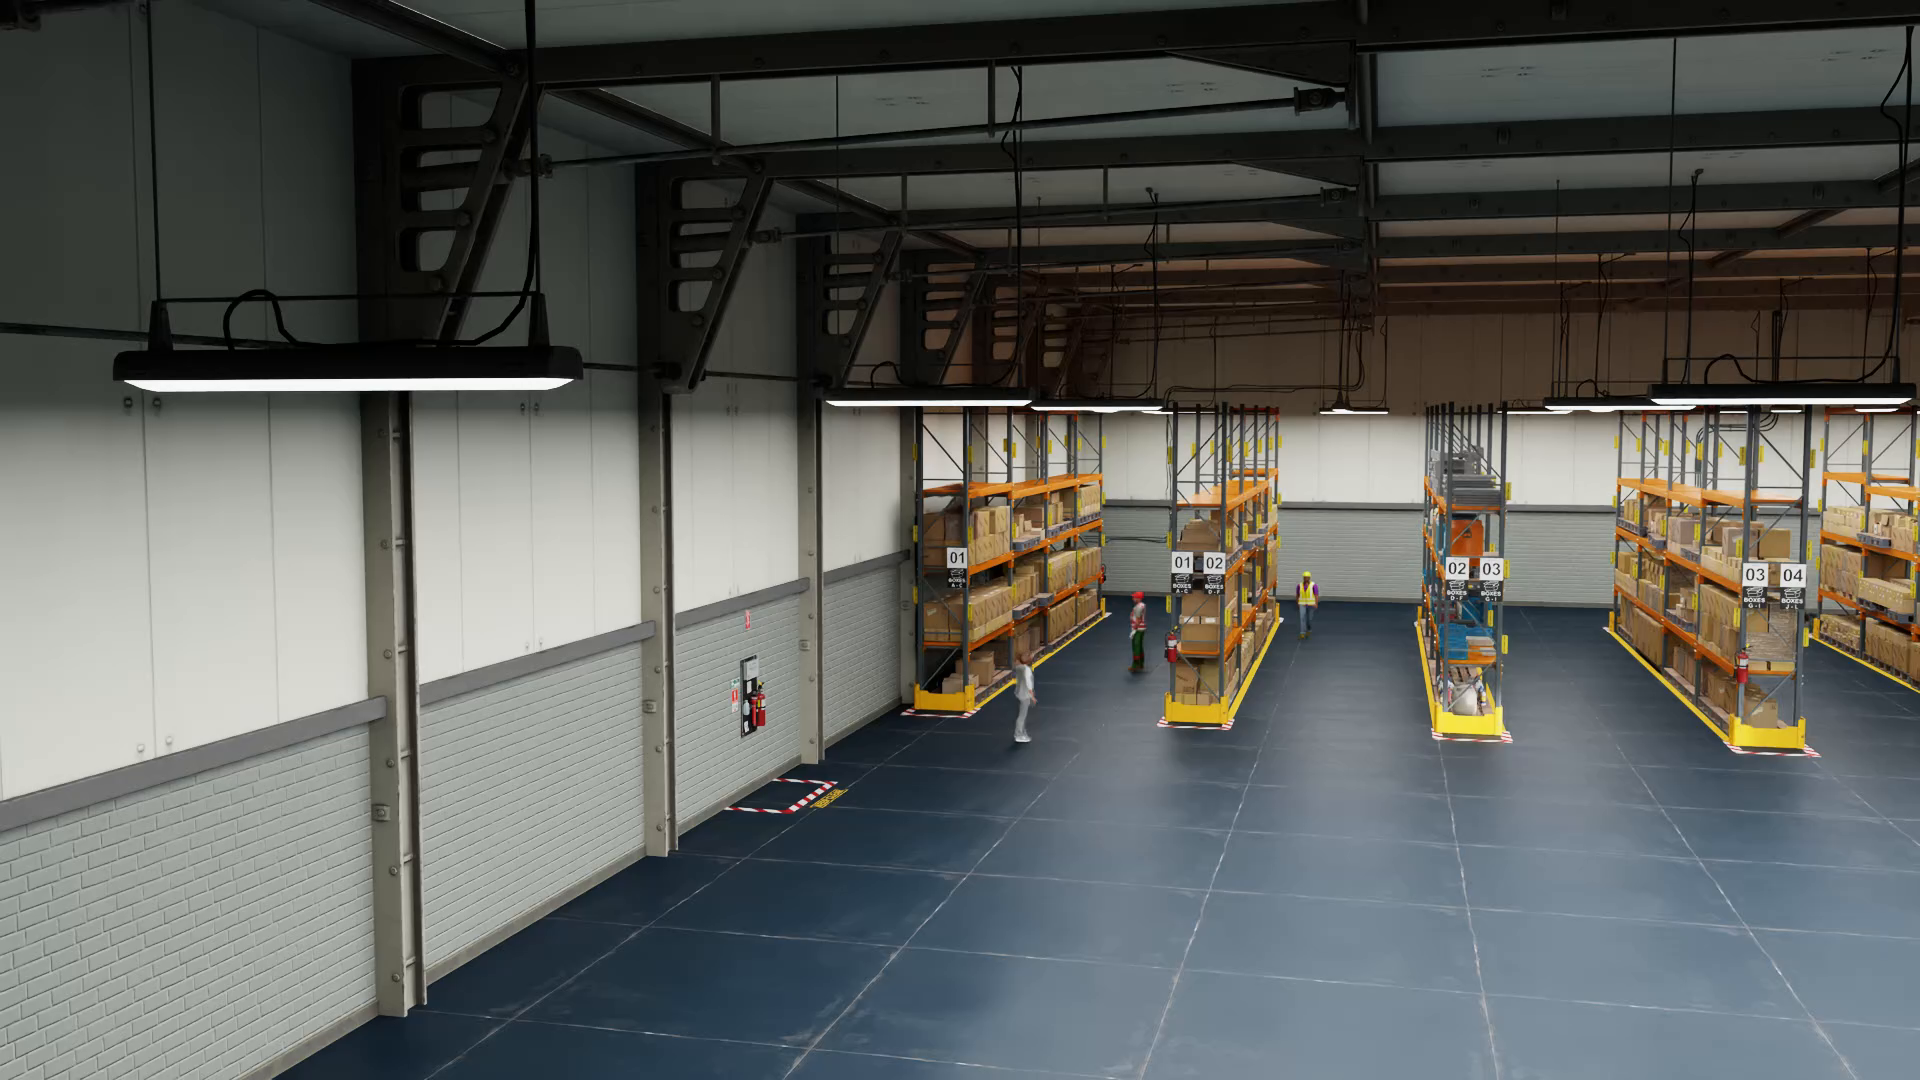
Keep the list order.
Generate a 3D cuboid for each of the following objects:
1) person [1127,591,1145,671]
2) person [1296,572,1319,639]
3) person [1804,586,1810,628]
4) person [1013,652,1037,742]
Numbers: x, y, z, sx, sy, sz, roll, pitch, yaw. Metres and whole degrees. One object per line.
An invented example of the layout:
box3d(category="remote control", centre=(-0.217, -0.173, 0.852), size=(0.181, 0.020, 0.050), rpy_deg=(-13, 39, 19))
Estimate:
box3d(category="person", centre=(3.979, 2.051, 37.544), size=(0.400, 1.802, 0.607), rpy_deg=(1, 4, 16))
box3d(category="person", centre=(8.980, 1.679, 43.022), size=(0.577, 1.718, 1.058), rpy_deg=(1, 4, 12))
box3d(category="person", centre=(22.506, 1.527, 44.786), size=(0.869, 1.739, 0.629), rpy_deg=(-2, 5, -26))
box3d(category="person", centre=(1.163, 2.782, 29.321), size=(0.424, 1.619, 0.515), rpy_deg=(-2, 4, -20))
